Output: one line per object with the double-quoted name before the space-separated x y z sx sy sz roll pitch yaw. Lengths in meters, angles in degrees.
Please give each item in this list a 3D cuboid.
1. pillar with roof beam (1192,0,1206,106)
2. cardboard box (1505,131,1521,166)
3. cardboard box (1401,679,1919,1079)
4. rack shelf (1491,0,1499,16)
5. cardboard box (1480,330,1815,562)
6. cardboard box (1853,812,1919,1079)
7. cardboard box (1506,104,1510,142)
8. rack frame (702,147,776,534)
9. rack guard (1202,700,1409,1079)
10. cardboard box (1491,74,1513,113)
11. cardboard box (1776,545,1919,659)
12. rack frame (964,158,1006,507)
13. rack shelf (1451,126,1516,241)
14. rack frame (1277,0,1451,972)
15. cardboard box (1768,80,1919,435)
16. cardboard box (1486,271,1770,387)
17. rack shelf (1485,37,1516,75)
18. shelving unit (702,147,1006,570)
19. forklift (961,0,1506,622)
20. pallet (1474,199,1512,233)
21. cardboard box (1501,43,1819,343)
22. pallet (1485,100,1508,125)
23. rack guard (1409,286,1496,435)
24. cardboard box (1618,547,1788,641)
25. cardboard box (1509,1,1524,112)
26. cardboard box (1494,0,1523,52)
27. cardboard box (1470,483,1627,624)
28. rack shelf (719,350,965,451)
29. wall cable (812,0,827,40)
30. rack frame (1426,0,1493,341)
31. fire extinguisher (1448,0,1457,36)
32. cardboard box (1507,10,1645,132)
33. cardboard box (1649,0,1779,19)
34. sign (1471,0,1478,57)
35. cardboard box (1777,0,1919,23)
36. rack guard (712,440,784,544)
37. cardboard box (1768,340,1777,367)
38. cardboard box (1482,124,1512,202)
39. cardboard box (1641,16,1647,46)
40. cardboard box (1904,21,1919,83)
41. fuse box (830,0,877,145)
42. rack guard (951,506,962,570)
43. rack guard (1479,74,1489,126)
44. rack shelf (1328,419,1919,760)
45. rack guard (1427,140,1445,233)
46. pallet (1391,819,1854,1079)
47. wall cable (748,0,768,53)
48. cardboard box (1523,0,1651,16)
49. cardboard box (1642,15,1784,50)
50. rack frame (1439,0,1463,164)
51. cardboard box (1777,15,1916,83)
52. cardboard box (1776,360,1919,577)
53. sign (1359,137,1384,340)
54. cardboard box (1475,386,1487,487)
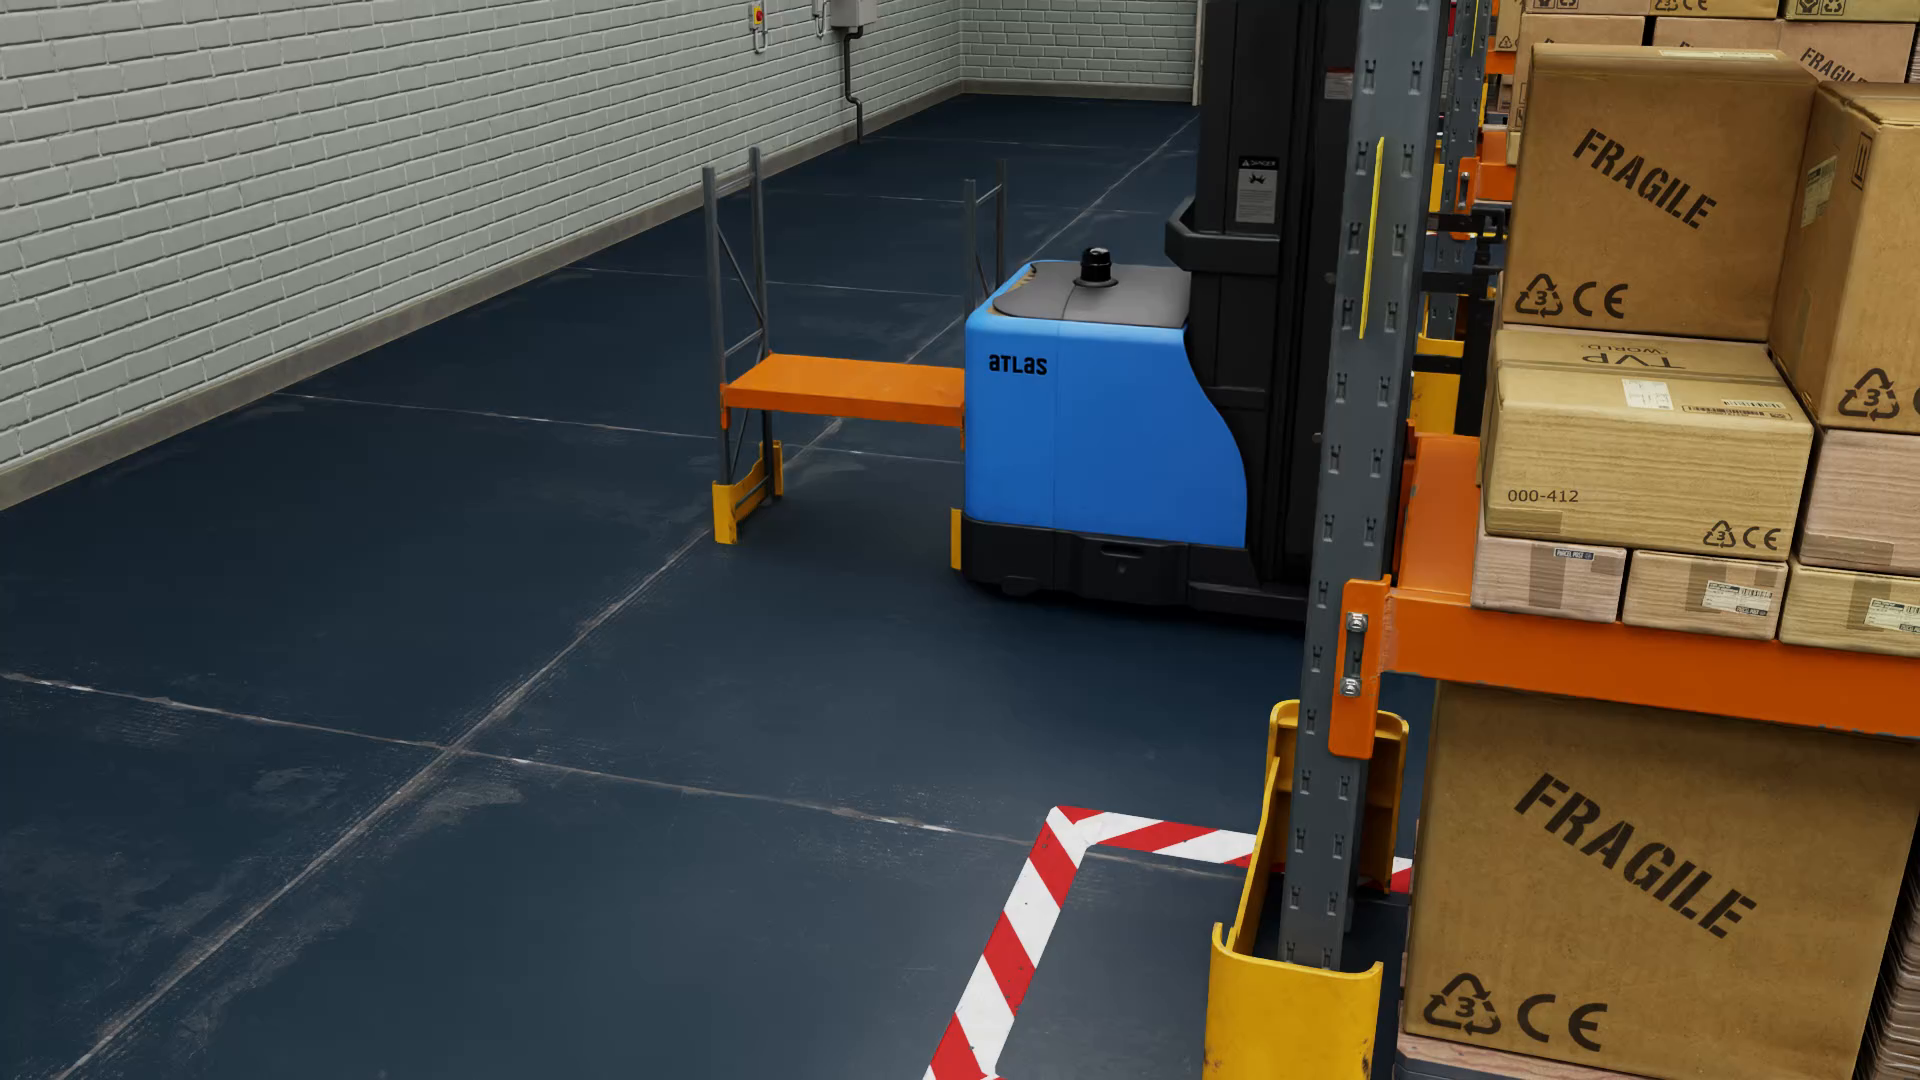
"pillar with roof beam" 1.591 -7.512 13.226 0.400 9.000 9.100 7 23 16
"cardboard box" 2.608 -1.793 7.520 0.250 0.149 0.380 6 23 15
"cardboard box" 1.498 0.557 3.706 0.875 0.875 0.875 7 23 16
"rack shelf" 7.070 -5.125 16.260 4.000 0.370 1.077 7 23 16
"cardboard box" 1.244 -0.190 3.088 0.500 0.250 0.500 6 23 14
"cardboard box" 2.370 0.657 3.463 0.875 0.875 0.875 7 23 16
"cardboard box" 2.786 -2.015 8.060 0.250 0.149 0.380 7 23 16
"rack frame" -0.882 -0.786 6.711 0.032 1.500 0.500 6 23 14
"rack guard" 0.840 0.881 3.964 0.348 0.500 1.175 7 23 16
"cardboard box" 5.714 -4.615 16.805 0.637 0.503 0.797 6 23 13
"cardboard box" 1.598 0.058 3.008 0.250 0.149 0.380 6 23 14
"rack frame" 0.097 -0.682 6.457 0.032 1.500 0.500 6 23 14
"rack shelf" 4.307 -1.512 7.451 4.000 0.370 1.077 7 23 16
"rack frame" 0.863 -0.273 3.483 0.127 3.000 1.000 7 23 16
"cardboard box" 1.723 -0.483 2.812 0.500 0.500 0.500 6 23 14
"cardboard box" 1.403 -0.384 3.560 0.500 0.250 0.500 6 23 15
"rack shelf" 5.640 -3.321 11.863 4.000 0.370 1.077 7 23 16
"shelving unit" -0.401 -0.735 6.586 1.083 1.500 0.587 6 23 14
"forklift" 1.579 -1.178 5.780 3.031 2.935 1.130 6 23 14
"pallet" 4.513 -2.524 12.646 1.213 0.211 1.003 7 23 16
"cardboard box" 1.405 -0.730 3.415 0.500 0.500 0.500 7 23 16
"pallet" 5.992 -4.292 16.955 1.213 0.211 1.003 7 23 16
"rack guard" 2.465 -0.899 8.303 0.348 0.500 1.175 7 23 16
"cardboard box" 1.353 0.030 3.076 0.250 0.149 0.380 6 23 15
"cardboard box" 2.897 -2.292 7.882 0.500 0.500 0.500 7 23 17
"cardboard box" 4.102 -3.763 11.859 0.500 0.500 0.500 6 23 15
"cardboard box" 1.107 0.002 3.143 0.250 0.149 0.380 7 23 16
"rack shelf" -0.392 -0.568 6.652 1.000 0.185 0.538 6 23 14
"wall cable" -1.281 -5.470 14.814 0.122 1.984 0.588 7 23 16
"rack frame" 2.392 -2.064 7.849 0.127 3.000 1.000 7 23 16
"fire extinguisher" 4.881 -5.317 16.374 0.183 0.674 0.296 7 23 16
"cardboard box" 2.742 -2.098 7.409 0.500 0.500 0.500 8 24 18
"cardboard box" 3.230 -2.512 7.100 0.500 0.500 0.500 7 23 17
"sign" 2.235 -2.267 7.204 0.005 0.325 0.100 7 23 16
"cardboard box" 3.722 -2.447 6.941 0.500 0.500 0.500 6 23 14
"rack guard" -0.880 -0.208 6.948 0.087 0.250 0.587 6 23 14
"cardboard box" 1.889 -0.329 3.424 0.500 0.250 0.500 6 23 15
"cardboard box" 4.386 -2.846 12.579 0.875 0.438 0.875 6 23 14
"cardboard box" 3.388 -2.234 7.739 0.500 0.500 0.500 6 23 15
"cardboard box" 4.217 -1.937 7.016 0.500 0.500 0.500 6 23 14
"fuse box" -0.933 -4.634 15.813 0.414 1.711 0.539 7 23 16
"rack guard" 0.078 -0.106 6.699 0.087 0.250 0.587 6 23 14
"rack guard" 5.228 -4.513 17.112 0.348 0.500 1.175 7 23 16
"rack shelf" 2.777 0.279 3.085 4.000 0.370 1.077 7 23 16
"rack guard" 3.702 -2.720 12.742 0.348 0.500 1.175 7 23 16
"pallet" 1.651 1.076 3.868 1.213 0.211 1.003 7 23 16
"wall cable" -1.680 -4.968 13.548 0.123 1.953 0.585 7 23 16
"cardboard box" 2.745 -2.565 7.229 0.500 0.500 0.500 6 23 15
"cardboard box" 3.262 -2.049 7.289 0.500 0.500 0.500 7 23 16
"rack frame" 3.725 -3.874 12.261 0.127 3.000 1.000 7 23 16
"cardboard box" 3.727 -1.991 7.147 0.500 0.500 0.500 7 23 16
"cardboard box" 1.744 -0.136 2.954 0.500 0.250 0.500 6 23 15
"sign" 0.697 -0.509 2.814 0.005 0.325 0.100 7 23 16
"cardboard box" 1.299 -0.237 3.727 0.250 0.149 0.380 7 23 17
